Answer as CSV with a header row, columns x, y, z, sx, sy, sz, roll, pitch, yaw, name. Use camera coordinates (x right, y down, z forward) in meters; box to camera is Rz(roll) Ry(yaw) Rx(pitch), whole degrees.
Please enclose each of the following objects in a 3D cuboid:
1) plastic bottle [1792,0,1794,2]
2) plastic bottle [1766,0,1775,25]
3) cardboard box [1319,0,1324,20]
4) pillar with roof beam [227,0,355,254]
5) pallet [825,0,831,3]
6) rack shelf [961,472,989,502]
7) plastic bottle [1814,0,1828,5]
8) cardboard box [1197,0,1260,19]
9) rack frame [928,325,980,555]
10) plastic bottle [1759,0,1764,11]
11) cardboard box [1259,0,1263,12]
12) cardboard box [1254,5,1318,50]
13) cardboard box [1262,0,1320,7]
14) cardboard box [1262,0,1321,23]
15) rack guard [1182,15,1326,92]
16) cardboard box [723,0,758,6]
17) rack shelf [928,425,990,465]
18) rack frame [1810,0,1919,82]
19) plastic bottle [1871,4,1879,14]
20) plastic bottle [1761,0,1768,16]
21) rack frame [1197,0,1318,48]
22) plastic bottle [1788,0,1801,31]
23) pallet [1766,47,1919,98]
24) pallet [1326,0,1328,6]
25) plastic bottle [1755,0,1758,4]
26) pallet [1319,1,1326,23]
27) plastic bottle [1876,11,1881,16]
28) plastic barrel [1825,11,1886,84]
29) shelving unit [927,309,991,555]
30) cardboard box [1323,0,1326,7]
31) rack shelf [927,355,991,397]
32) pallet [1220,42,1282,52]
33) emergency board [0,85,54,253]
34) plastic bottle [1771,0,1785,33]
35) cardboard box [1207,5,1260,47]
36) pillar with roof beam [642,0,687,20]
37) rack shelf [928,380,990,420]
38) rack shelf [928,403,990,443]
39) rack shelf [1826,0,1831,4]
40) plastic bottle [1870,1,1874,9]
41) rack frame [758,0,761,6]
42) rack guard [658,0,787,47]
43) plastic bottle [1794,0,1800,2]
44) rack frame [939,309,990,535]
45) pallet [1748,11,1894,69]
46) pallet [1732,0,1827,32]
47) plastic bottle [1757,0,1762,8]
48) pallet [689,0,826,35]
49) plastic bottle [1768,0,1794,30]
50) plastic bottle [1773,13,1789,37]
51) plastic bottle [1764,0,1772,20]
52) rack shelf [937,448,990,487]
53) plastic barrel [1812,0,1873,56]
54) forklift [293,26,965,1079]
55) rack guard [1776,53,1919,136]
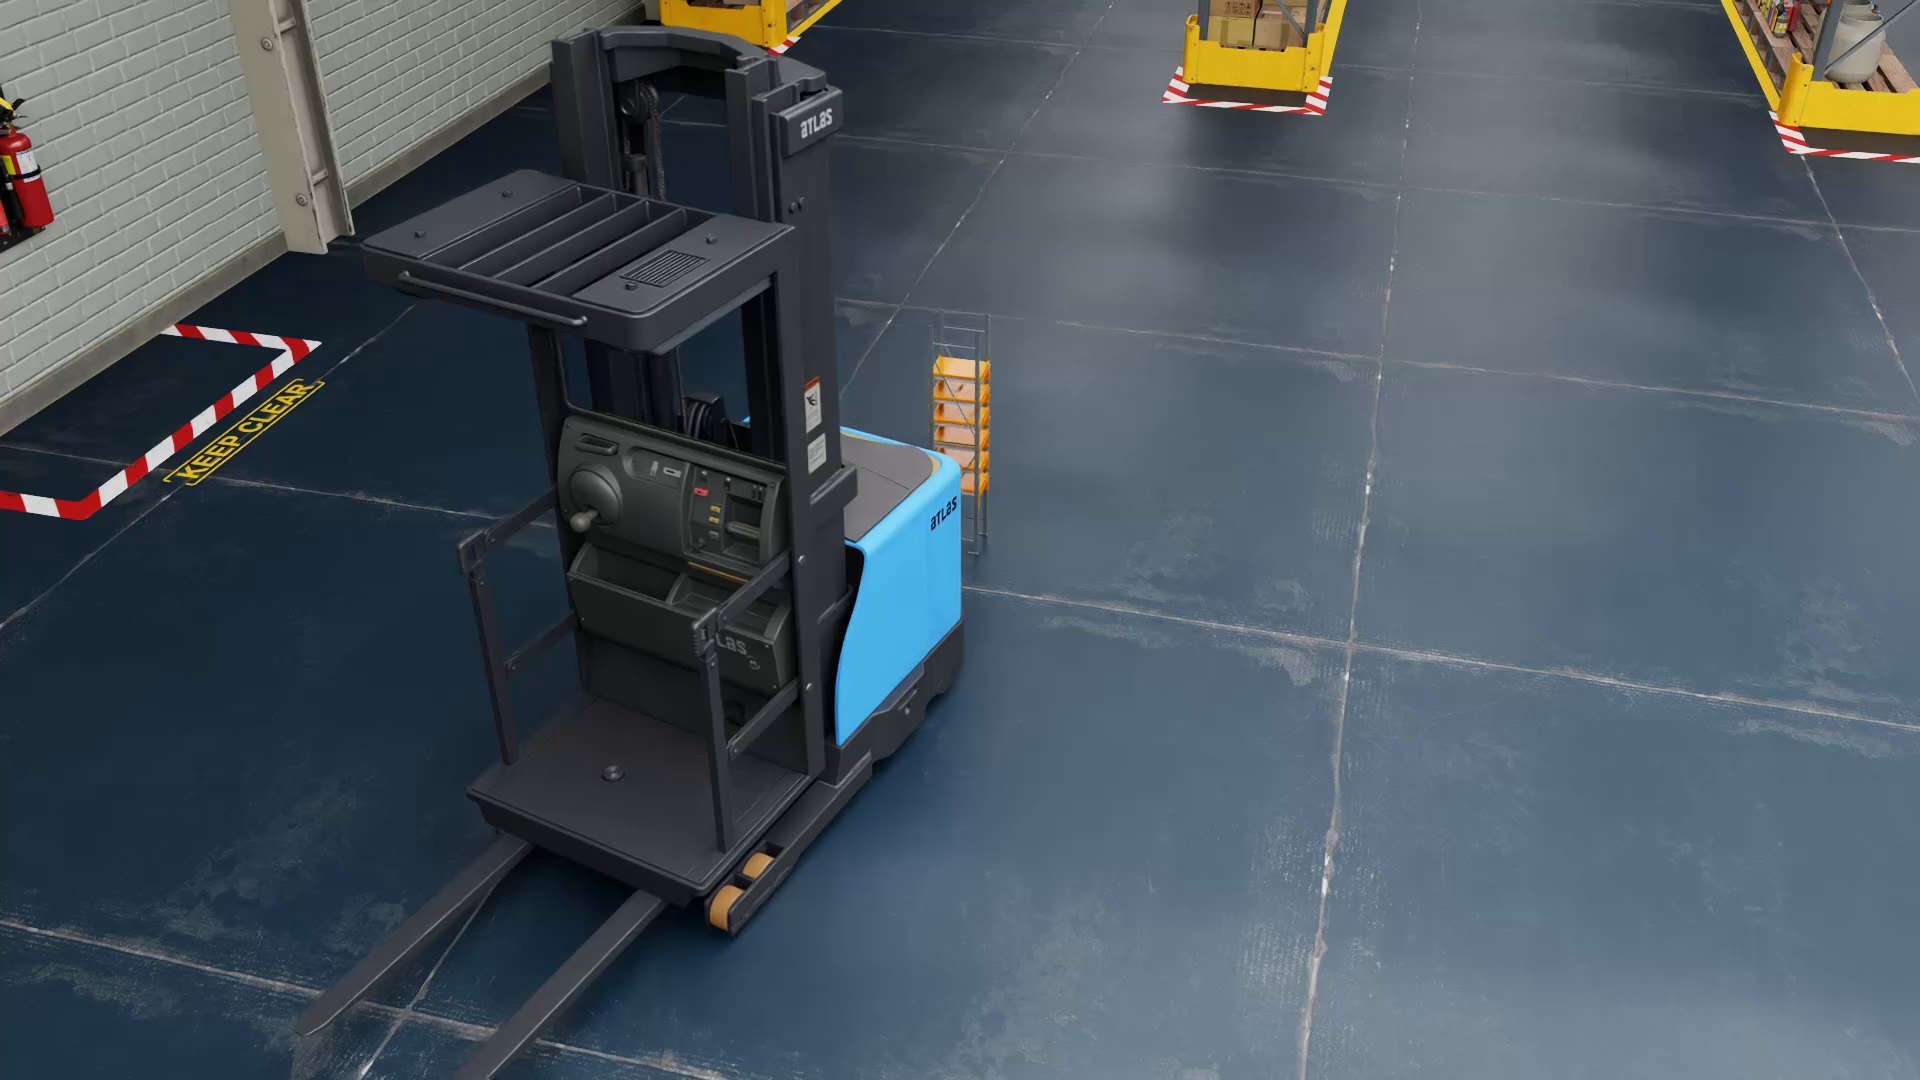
x,y,z,sx,sy,sz,roll,pitch,yaw,name
7.674,-4.924,15.398,0.097,0.201,0.097,0,32,0,plastic bottle
7.508,-4.863,15.232,0.152,0.276,0.135,7,33,11,plastic bottle
3.152,-5.075,15.609,0.500,0.250,0.500,8,33,12,cardboard box
-0.260,-5.277,8.162,9.100,9.000,0.400,8,33,12,pillar with roof beam
-1.671,-5.874,17.293,1.003,0.211,1.213,8,33,12,pallet
-0.004,-0.259,8.069,0.258,0.103,0.180,8,33,12,rack shelf
8.272,-5.261,15.858,0.152,0.276,0.135,8,33,12,plastic bottle
2.398,-4.943,14.702,0.500,0.500,0.500,8,33,12,cardboard box
-0.027,-0.451,7.842,0.240,1.200,0.006,8,33,12,rack frame
7.607,-5.091,15.661,0.097,0.201,0.097,0,32,0,plastic bottle
2.515,-4.888,15.314,0.500,0.250,0.500,8,33,12,cardboard box
2.901,-4.556,14.792,0.500,0.250,0.500,8,33,12,cardboard box
3.026,-5.132,14.999,0.500,0.500,0.500,8,33,12,cardboard box
3.025,-4.816,15.201,0.500,0.250,0.500,8,33,12,cardboard box
2.544,-4.224,14.428,1.175,0.500,0.348,8,33,12,rack guard
-1.980,-5.361,15.984,0.500,0.311,0.500,4,33,7,cardboard box
-0.004,-0.461,7.940,0.258,0.103,0.180,8,33,12,rack shelf
7.340,-4.615,12.713,1.000,3.000,0.127,8,33,12,rack frame
8.177,-4.667,14.918,0.061,0.283,0.133,9,33,13,plastic bottle
7.593,-5.077,15.500,0.144,0.351,0.185,8,33,12,plastic bottle
2.550,-5.291,13.777,1.000,3.000,0.127,8,33,12,rack frame
7.576,-4.780,15.094,0.061,0.283,0.133,8,33,12,plastic bottle
7.525,-3.905,14.195,1.003,0.211,1.213,8,33,12,pallet
3.323,-5.783,17.150,1.003,0.211,1.213,8,33,12,pallet
7.701,-5.298,15.847,0.144,0.351,0.185,7,33,10,plastic bottle
3.015,-5.148,16.151,1.003,0.211,1.213,8,33,12,pallet
8.102,-4.547,14.740,0.097,0.271,0.097,0,32,0,plastic bottle
7.433,-4.094,13.821,0.421,0.512,0.421,0,32,0,plastic barrel
-0.004,-0.499,7.916,0.258,1.200,0.189,8,33,12,shelving unit
3.283,-5.334,16.016,0.500,0.250,0.500,8,33,12,cardboard box
-0.004,-0.765,7.747,0.258,0.103,0.180,8,33,12,rack shelf
2.703,-4.517,15.158,1.003,0.211,1.213,8,33,12,pallet
-5.088,-2.054,8.685,0.194,1.169,0.643,8,33,12,emergency board
7.394,-4.730,15.016,0.061,0.283,0.133,9,33,14,plastic bottle
2.400,-4.626,14.903,0.500,0.250,0.500,8,33,12,cardboard box
1.262,-8.390,13.060,9.100,9.000,0.400,8,33,12,pillar with roof beam
-0.004,-0.664,7.811,0.258,0.103,0.180,8,33,12,rack shelf
-0.004,-0.563,7.876,0.258,0.103,0.180,8,33,12,rack shelf
7.848,-5.349,14.539,1.077,0.370,4.000,8,33,12,rack shelf
8.189,-4.725,15.020,0.097,0.271,0.097,0,32,0,plastic bottle
-2.243,-5.964,14.835,1.000,3.000,0.127,8,33,12,rack frame
-2.223,-4.948,15.567,1.175,0.500,0.348,8,33,12,rack guard
7.743,-5.039,15.509,0.152,0.276,0.135,8,33,12,plastic bottle
0.020,-0.546,7.991,0.240,1.200,0.006,8,33,12,rack frame
7.837,-4.536,15.188,1.003,0.211,1.213,8,33,12,pallet
8.145,-5.171,16.187,1.003,0.211,1.213,8,33,12,pallet
7.619,-5.189,15.739,0.061,0.283,0.133,9,34,15,plastic bottle
-1.983,-5.243,16.301,1.003,0.211,1.213,8,33,12,pallet
7.473,-4.791,15.119,0.152,0.276,0.135,8,33,13,plastic bottle
7.382,-4.632,14.939,0.097,0.201,0.097,0,32,0,plastic bottle
7.546,-4.981,15.348,0.144,0.351,0.185,9,34,14,plastic bottle
-0.004,-0.360,8.005,0.258,0.103,0.180,8,33,12,rack shelf
7.560,-4.354,14.231,0.421,0.512,0.421,0,32,0,plastic barrel
-1.130,-0.098,5.672,1.130,2.935,3.031,16,36,24,forklift
7.314,-3.606,13.456,1.175,0.500,0.348,8,33,12,rack guard
